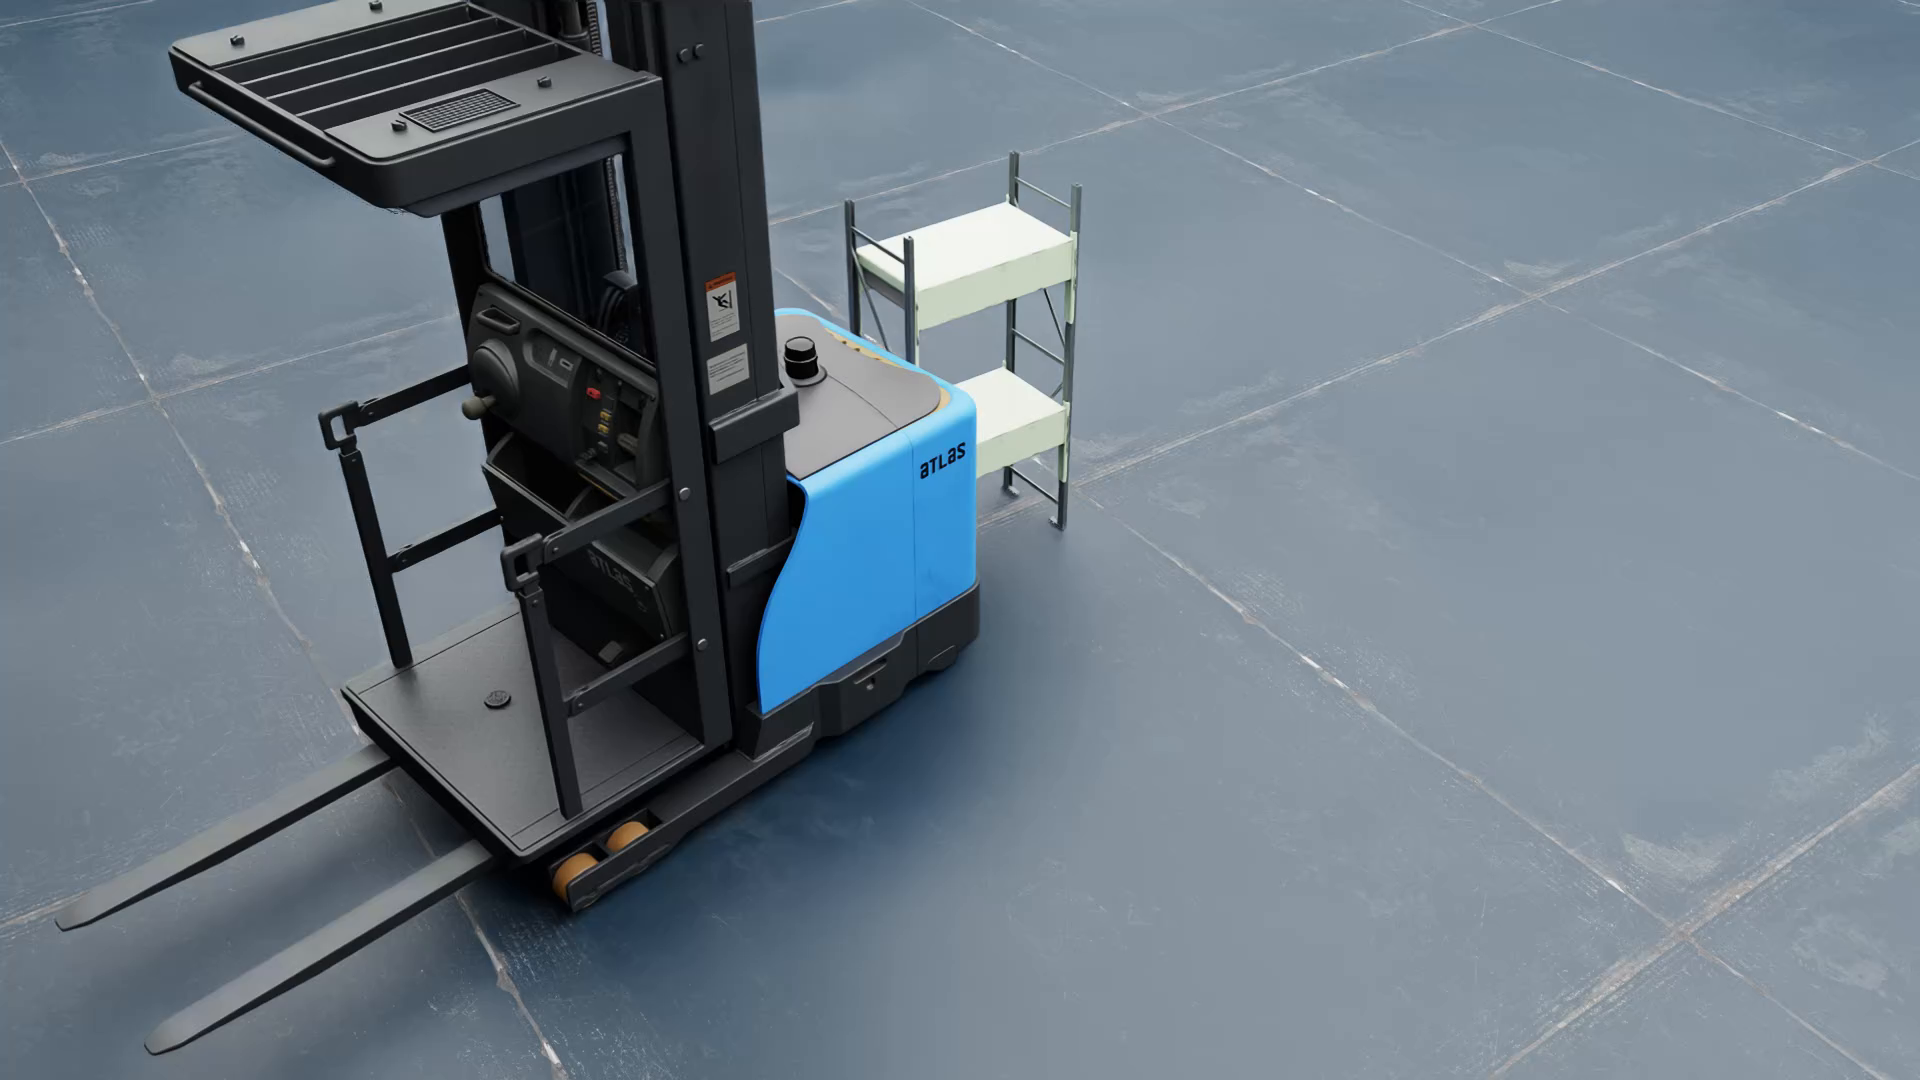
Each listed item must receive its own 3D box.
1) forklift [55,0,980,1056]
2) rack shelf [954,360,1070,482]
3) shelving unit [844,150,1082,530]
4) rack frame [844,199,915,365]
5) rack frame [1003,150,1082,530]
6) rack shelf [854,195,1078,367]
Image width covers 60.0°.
[{"bbox_3d":[-1.326,-0.391,4.784,3.031,2.935,1.130,-30,45,-35],"label":"forklift"},{"bbox_3d":[0.015,-0.357,6.521,0.720,0.370,0.431,-23,42,-29],"label":"rack shelf"},{"bbox_3d":[0.015,-0.622,6.330,0.755,1.500,0.431,-23,42,-29],"label":"shelving unit"},{"bbox_3d":[-0.281,-0.496,6.155,0.023,1.500,0.400,-23,42,-29],"label":"rack frame"},{"bbox_3d":[0.310,-0.748,6.506,0.023,1.500,0.400,-23,42,-29],"label":"rack frame"},{"bbox_3d":[0.015,-0.939,6.103,0.720,0.370,0.431,-23,42,-29],"label":"rack shelf"}]
